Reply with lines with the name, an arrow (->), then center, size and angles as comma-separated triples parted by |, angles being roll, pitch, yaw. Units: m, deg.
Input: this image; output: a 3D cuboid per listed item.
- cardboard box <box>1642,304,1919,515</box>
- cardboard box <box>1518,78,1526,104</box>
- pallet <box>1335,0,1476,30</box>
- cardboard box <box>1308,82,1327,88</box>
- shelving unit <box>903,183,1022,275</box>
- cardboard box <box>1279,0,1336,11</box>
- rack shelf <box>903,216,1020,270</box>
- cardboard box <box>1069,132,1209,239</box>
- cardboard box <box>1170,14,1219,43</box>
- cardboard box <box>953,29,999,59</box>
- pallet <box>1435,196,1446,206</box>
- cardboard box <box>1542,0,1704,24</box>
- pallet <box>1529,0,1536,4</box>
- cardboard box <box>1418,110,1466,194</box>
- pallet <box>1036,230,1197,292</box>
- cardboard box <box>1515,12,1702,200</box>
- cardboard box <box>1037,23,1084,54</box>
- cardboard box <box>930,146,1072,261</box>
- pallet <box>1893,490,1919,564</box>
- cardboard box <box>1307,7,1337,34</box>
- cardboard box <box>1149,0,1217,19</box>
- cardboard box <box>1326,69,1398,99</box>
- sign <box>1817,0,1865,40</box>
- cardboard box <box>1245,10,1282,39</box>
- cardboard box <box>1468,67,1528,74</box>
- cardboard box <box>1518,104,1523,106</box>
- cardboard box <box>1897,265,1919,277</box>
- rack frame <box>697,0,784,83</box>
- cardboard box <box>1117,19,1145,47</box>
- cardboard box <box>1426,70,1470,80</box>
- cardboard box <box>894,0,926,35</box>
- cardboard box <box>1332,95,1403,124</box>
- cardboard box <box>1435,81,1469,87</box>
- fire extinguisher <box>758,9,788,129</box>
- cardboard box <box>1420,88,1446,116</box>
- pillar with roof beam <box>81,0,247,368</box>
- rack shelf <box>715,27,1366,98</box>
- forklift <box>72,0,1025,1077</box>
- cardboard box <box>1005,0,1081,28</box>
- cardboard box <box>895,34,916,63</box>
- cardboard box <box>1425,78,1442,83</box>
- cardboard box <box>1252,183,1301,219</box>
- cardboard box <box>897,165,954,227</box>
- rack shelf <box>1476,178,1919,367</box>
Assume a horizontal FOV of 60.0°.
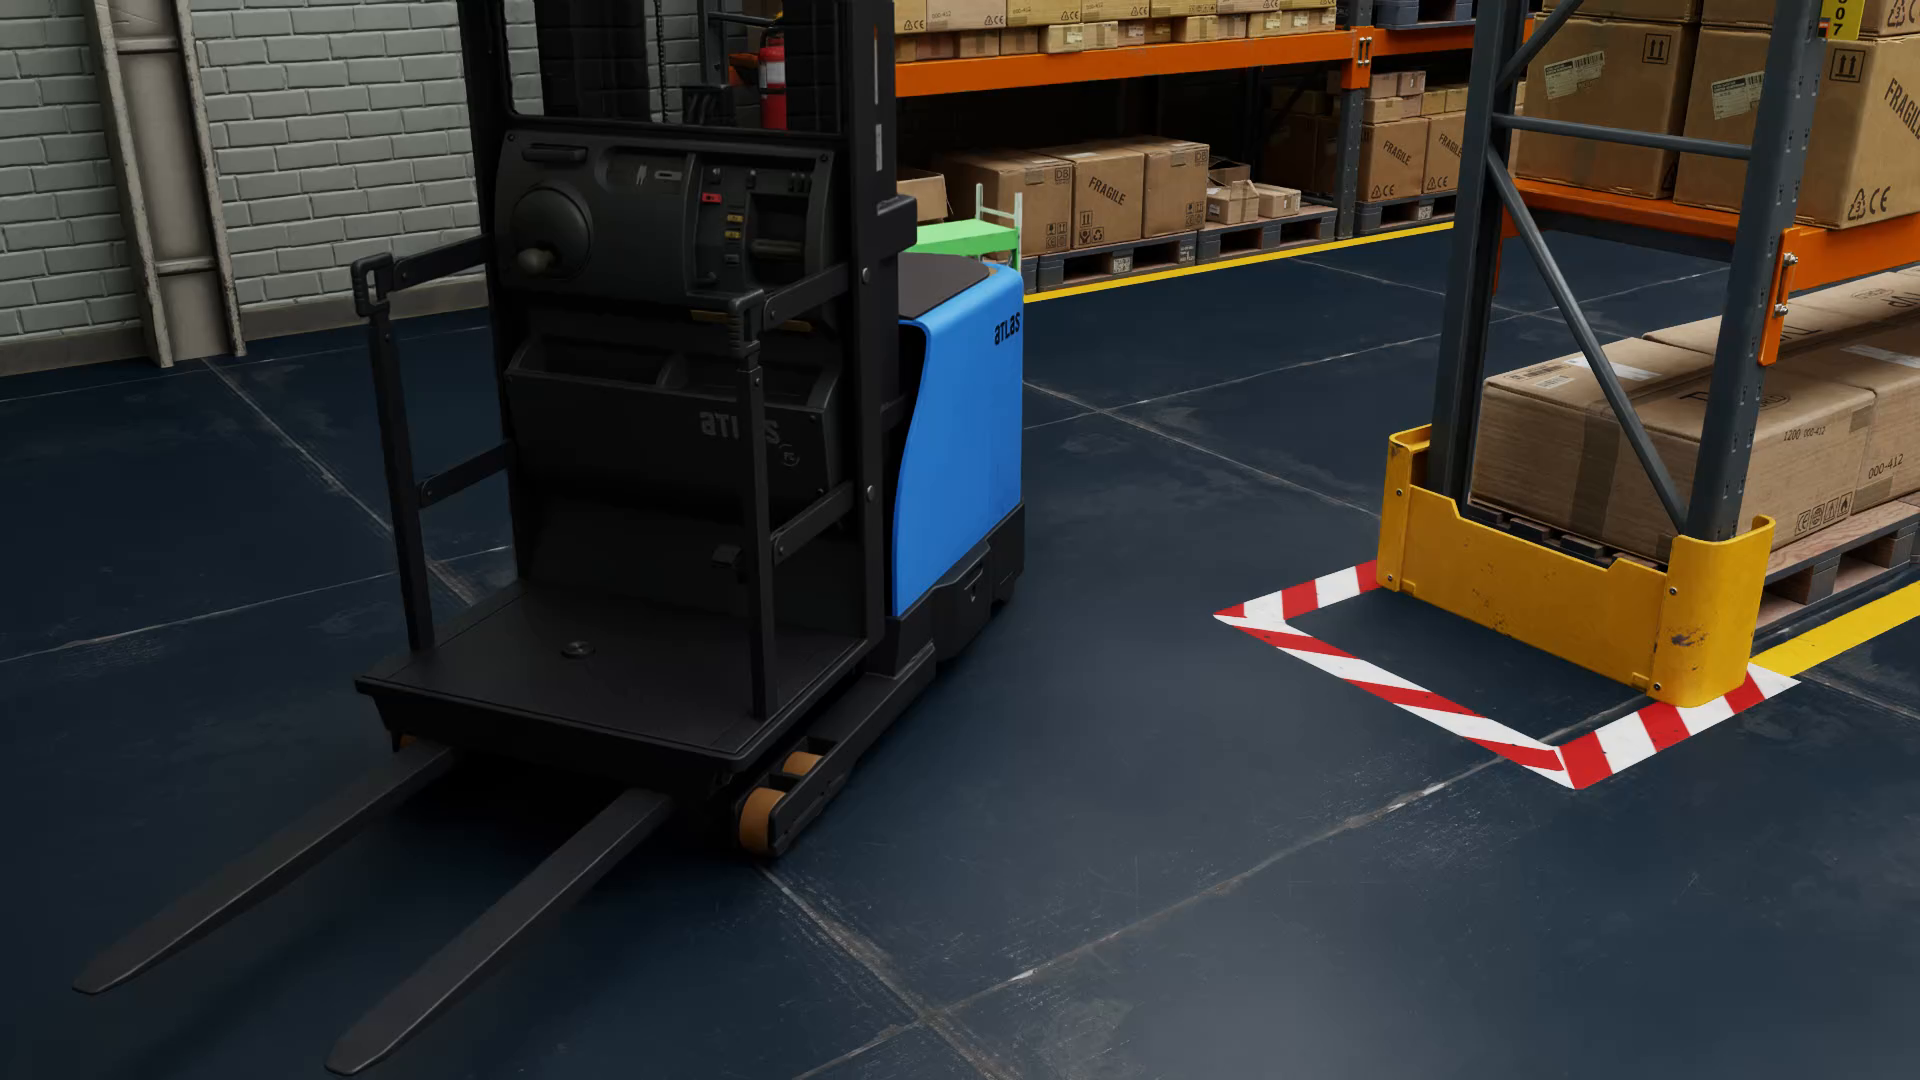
cardboard box -> 3.077, -0.505, 6.005 | 0.875, 0.438, 0.875 | -14, 26, -31
cardboard box -> 3.878, -3.186, 11.765 | 0.250, 0.149, 0.380 | -15, 26, -33
pallet -> 2.919, -3.536, 10.968 | 1.213, 0.211, 1.003 | -15, 26, -33
cardboard box -> 2.547, -3.045, 11.411 | 0.250, 0.149, 0.380 | -15, 26, -33
shelving unit -> -0.066, -0.585, 5.743 | 0.503, 1.200, 0.258 | -15, 26, -33
cardboard box -> 1.935, -3.369, 10.094 | 0.500, 0.250, 0.500 | -14, 26, -32
rack shelf -> -0.066, -0.971, 5.589 | 0.480, 0.148, 0.258 | -15, 26, -33
cardboard box -> 1.070, -2.155, 10.055 | 0.500, 0.500, 0.700 | -16, 27, -35
cardboard box -> 1.280, -2.984, 9.666 | 0.250, 0.149, 0.380 | -15, 26, -34
cardboard box -> 0.000, -2.663, 8.862 | 0.250, 0.149, 0.380 | -14, 26, -31
pallet -> 3.836, -2.642, 12.234 | 1.213, 0.211, 1.003 | -15, 26, -33
cardboard box -> 2.114, -1.813, 4.909 | 0.500, 0.500, 0.500 | -14, 26, -31
pallet -> 4.944, -4.093, 12.366 | 1.003, 0.211, 1.213 | -15, 26, -33
cardboard box -> 3.157, -2.674, 11.356 | 0.500, 0.500, 0.500 | -15, 26, -34
pallet -> 0.657, -1.775, 10.061 | 1.213, 0.211, 1.003 | -15, 26, -33
cardboard box -> 2.098, -1.357, 5.114 | 0.500, 0.500, 0.500 | -15, 26, -33
cardboard box -> 0.461, -2.755, 9.091 | 0.250, 0.149, 0.380 | -16, 27, -34
cardboard box -> 0.228, -1.930, 9.492 | 0.500, 0.500, 0.700 | -14, 26, -31
pallet -> 3.454, -0.290, 6.339 | 1.213, 0.211, 1.003 | -15, 26, -33
cardboard box -> 2.095, -3.223, 10.265 | 0.250, 0.149, 0.380 | -15, 26, -32
cardboard box -> 1.125, -3.153, 9.551 | 0.500, 0.250, 0.500 | -15, 26, -33
cardboard box -> 2.617, -2.974, 10.831 | 0.250, 0.149, 0.380 | -15, 26, -34
sign -> 2.180, -1.397, 4.075 | 0.005, 0.325, 0.100 | -15, 26, -33
cardboard box -> 1.699, -3.096, 9.948 | 0.250, 0.149, 0.380 | -14, 26, -31
cardboard box -> 4.003, -3.437, 12.394 | 0.250, 0.149, 0.380 | -16, 27, -34
cardboard box -> 3.989, -2.891, 11.900 | 0.500, 0.500, 0.500 | -16, 27, -35
cardboard box -> 4.536, -0.894, 6.979 | 0.875, 0.438, 0.875 | -15, 26, -34
rack frame -> -1.041, -2.619, 8.412 | 0.127, 3.000, 1.000 | -15, 26, -33
cardboard box -> 0.832, -2.894, 9.441 | 0.250, 0.149, 0.380 | -15, 26, -33
cardboard box -> 3.585, -3.325, 12.112 | 0.250, 0.149, 0.380 | -16, 27, -35
cardboard box -> -0.515, -2.704, 8.427 | 0.500, 0.250, 0.500 | -15, 26, -33
cardboard box -> 2.653, -2.818, 10.841 | 0.250, 0.149, 0.380 | -14, 25, -30
cardboard box -> 3.473, -3.066, 11.463 | 0.250, 0.149, 0.380 | -15, 26, -33
fire extinguisher -> -0.890, -2.239, 8.067 | 0.183, 0.674, 0.296 | -15, 26, -33
cardboard box -> 3.034, -2.960, 11.197 | 0.250, 0.149, 0.380 | -17, 27, -36
pillar with roof beam -> -1.242, -3.798, 3.271 | 0.400, 9.000, 9.100 | -15, 26, -33
rack shelf -> 0.583, -2.718, 9.630 | 4.000, 0.370, 1.077 | -15, 26, -33
forklift -> -0.814, -0.777, 3.889 | 1.130, 2.935, 3.031 | 9, 23, 20
cardboard box -> 0.304, -2.924, 8.979 | 0.500, 0.250, 0.500 | -16, 26, -34
cardboard box -> -0.434, -2.560, 8.603 | 0.250, 0.149, 0.380 | -14, 26, -32
cardboard box -> 3.187, -3.207, 11.816 | 0.250, 0.149, 0.380 | -14, 26, -31
cardboard box -> 1.926, -2.147, 10.508 | 0.250, 0.149, 0.380 | -16, 27, -34
cardboard box -> -0.489, -1.758, 9.057 | 0.637, 0.503, 0.797 | -16, 27, -35
rack shelf -> 3.485, -1.225, 5.890 | 4.000, 0.370, 1.077 | -15, 26, -33
